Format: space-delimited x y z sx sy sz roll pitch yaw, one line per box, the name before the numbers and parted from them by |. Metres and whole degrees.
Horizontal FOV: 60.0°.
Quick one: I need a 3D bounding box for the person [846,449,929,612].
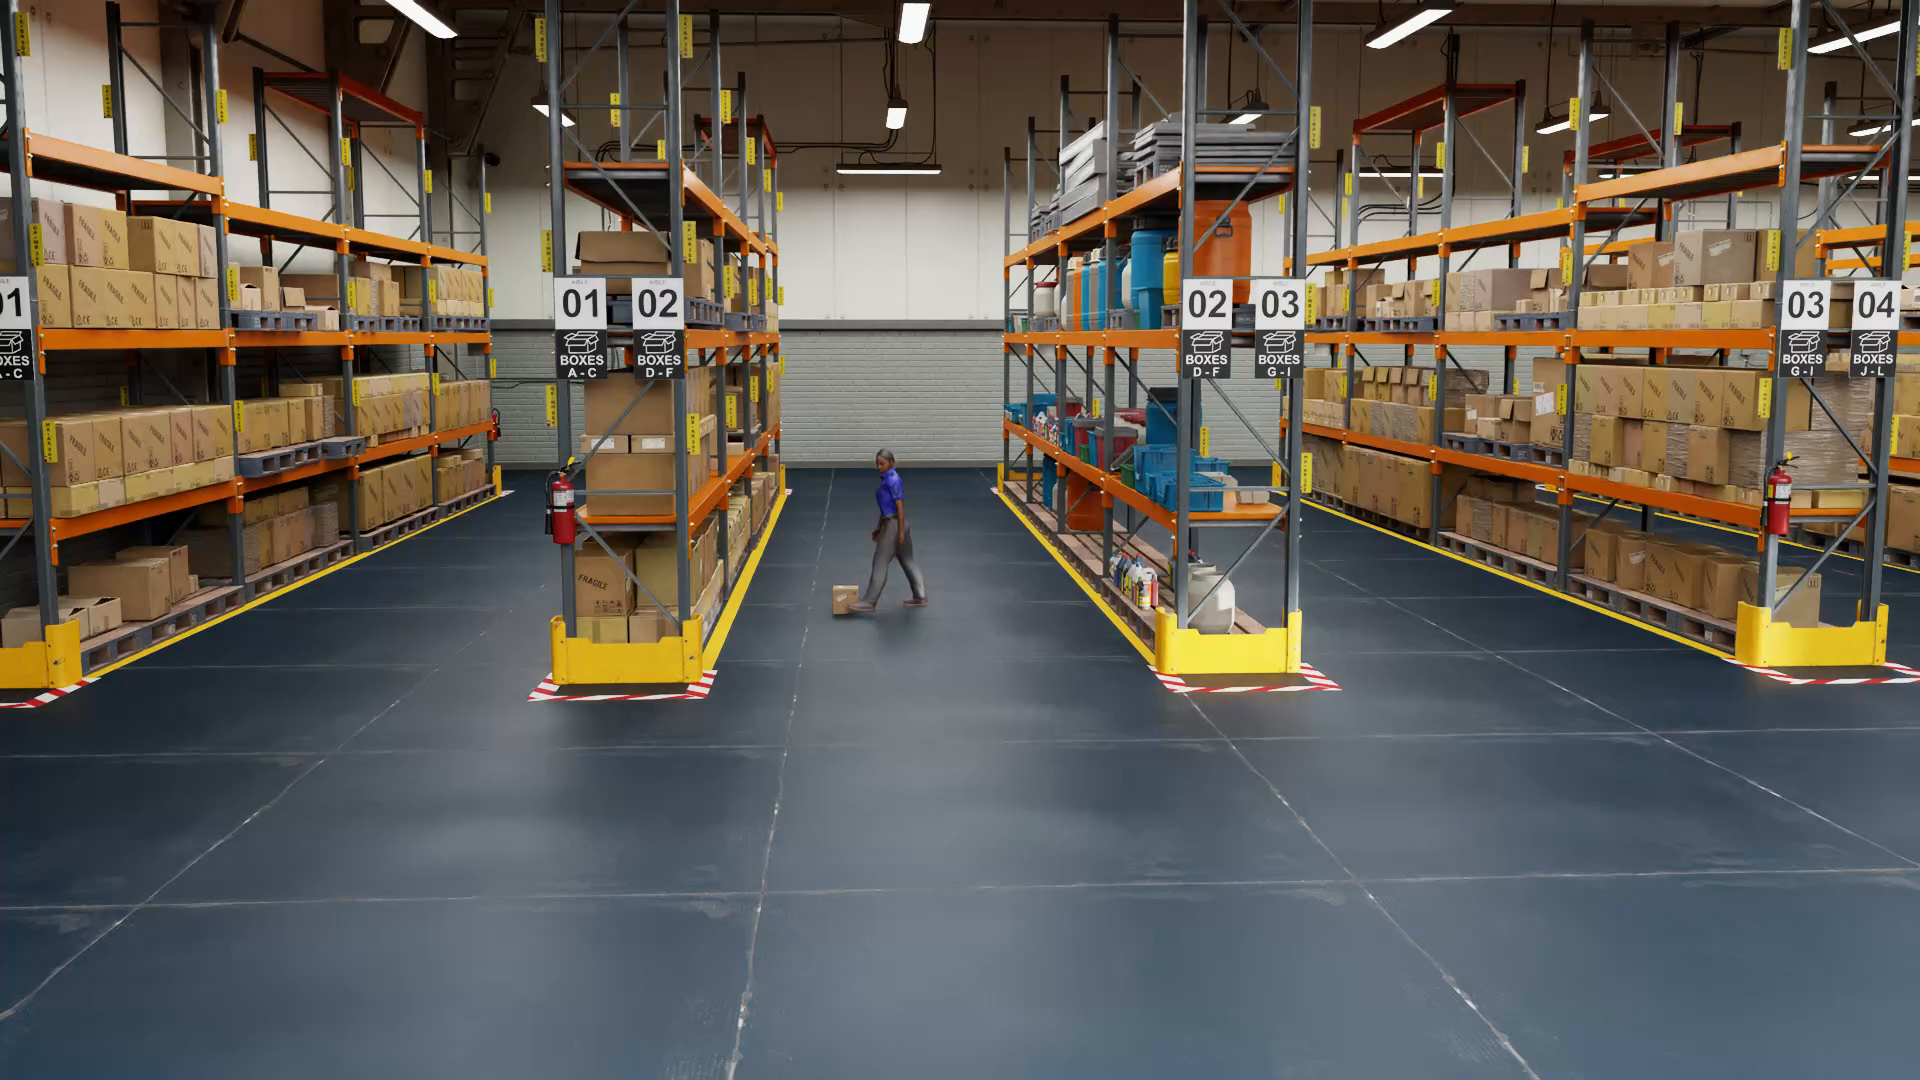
person | -0.721 -0.105 16.581 0.797 1.617 0.660 0 7 1
